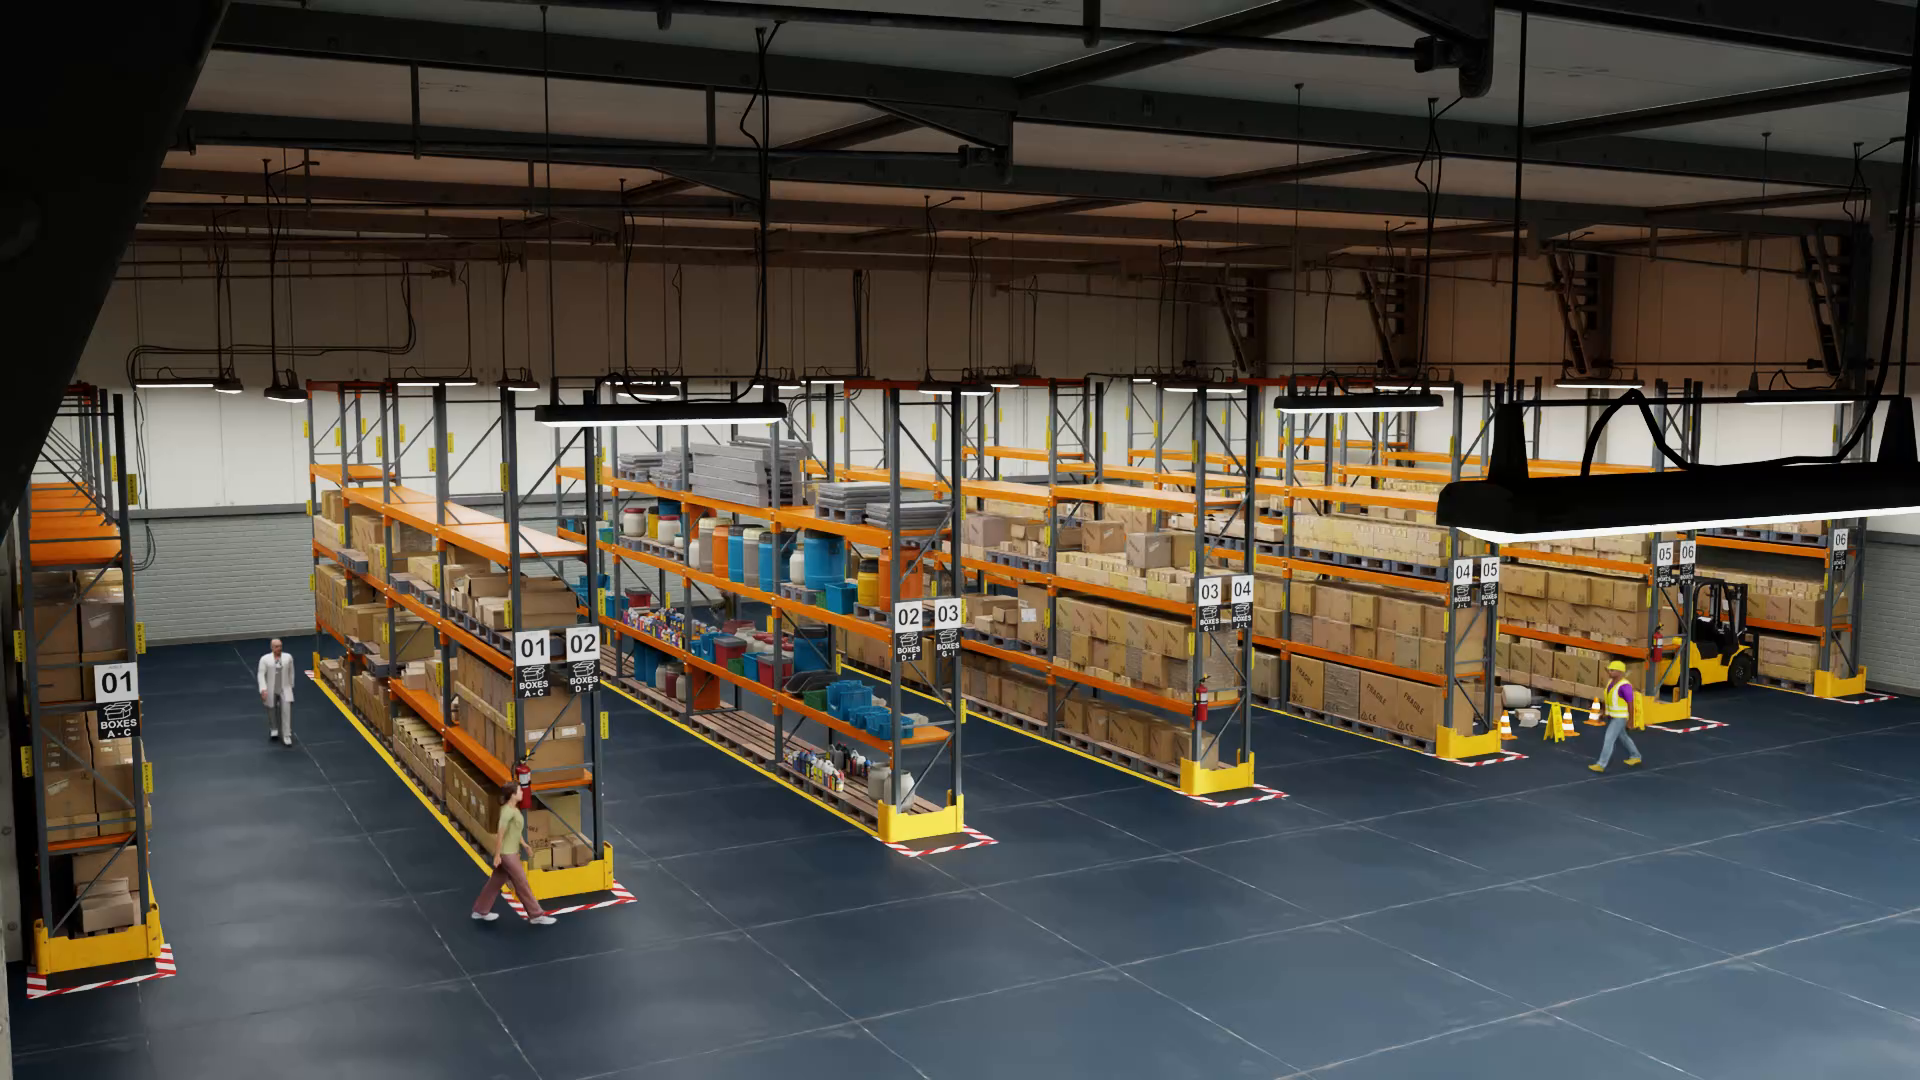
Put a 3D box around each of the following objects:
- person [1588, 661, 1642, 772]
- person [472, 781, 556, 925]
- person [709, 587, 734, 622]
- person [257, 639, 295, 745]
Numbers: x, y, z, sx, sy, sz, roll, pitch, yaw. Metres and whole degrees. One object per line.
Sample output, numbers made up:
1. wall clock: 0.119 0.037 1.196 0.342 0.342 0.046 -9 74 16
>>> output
1. person: 10.194 2.731 25.824 1.080 1.718 0.583 -2 6 -15
2. person: -5.042 3.512 18.746 0.997 1.603 0.472 0 6 -1
3. person: -5.747 1.139 40.443 0.812 1.756 0.576 1 6 13
4. person: -11.388 2.503 27.732 0.594 1.713 1.142 -3 7 -26
